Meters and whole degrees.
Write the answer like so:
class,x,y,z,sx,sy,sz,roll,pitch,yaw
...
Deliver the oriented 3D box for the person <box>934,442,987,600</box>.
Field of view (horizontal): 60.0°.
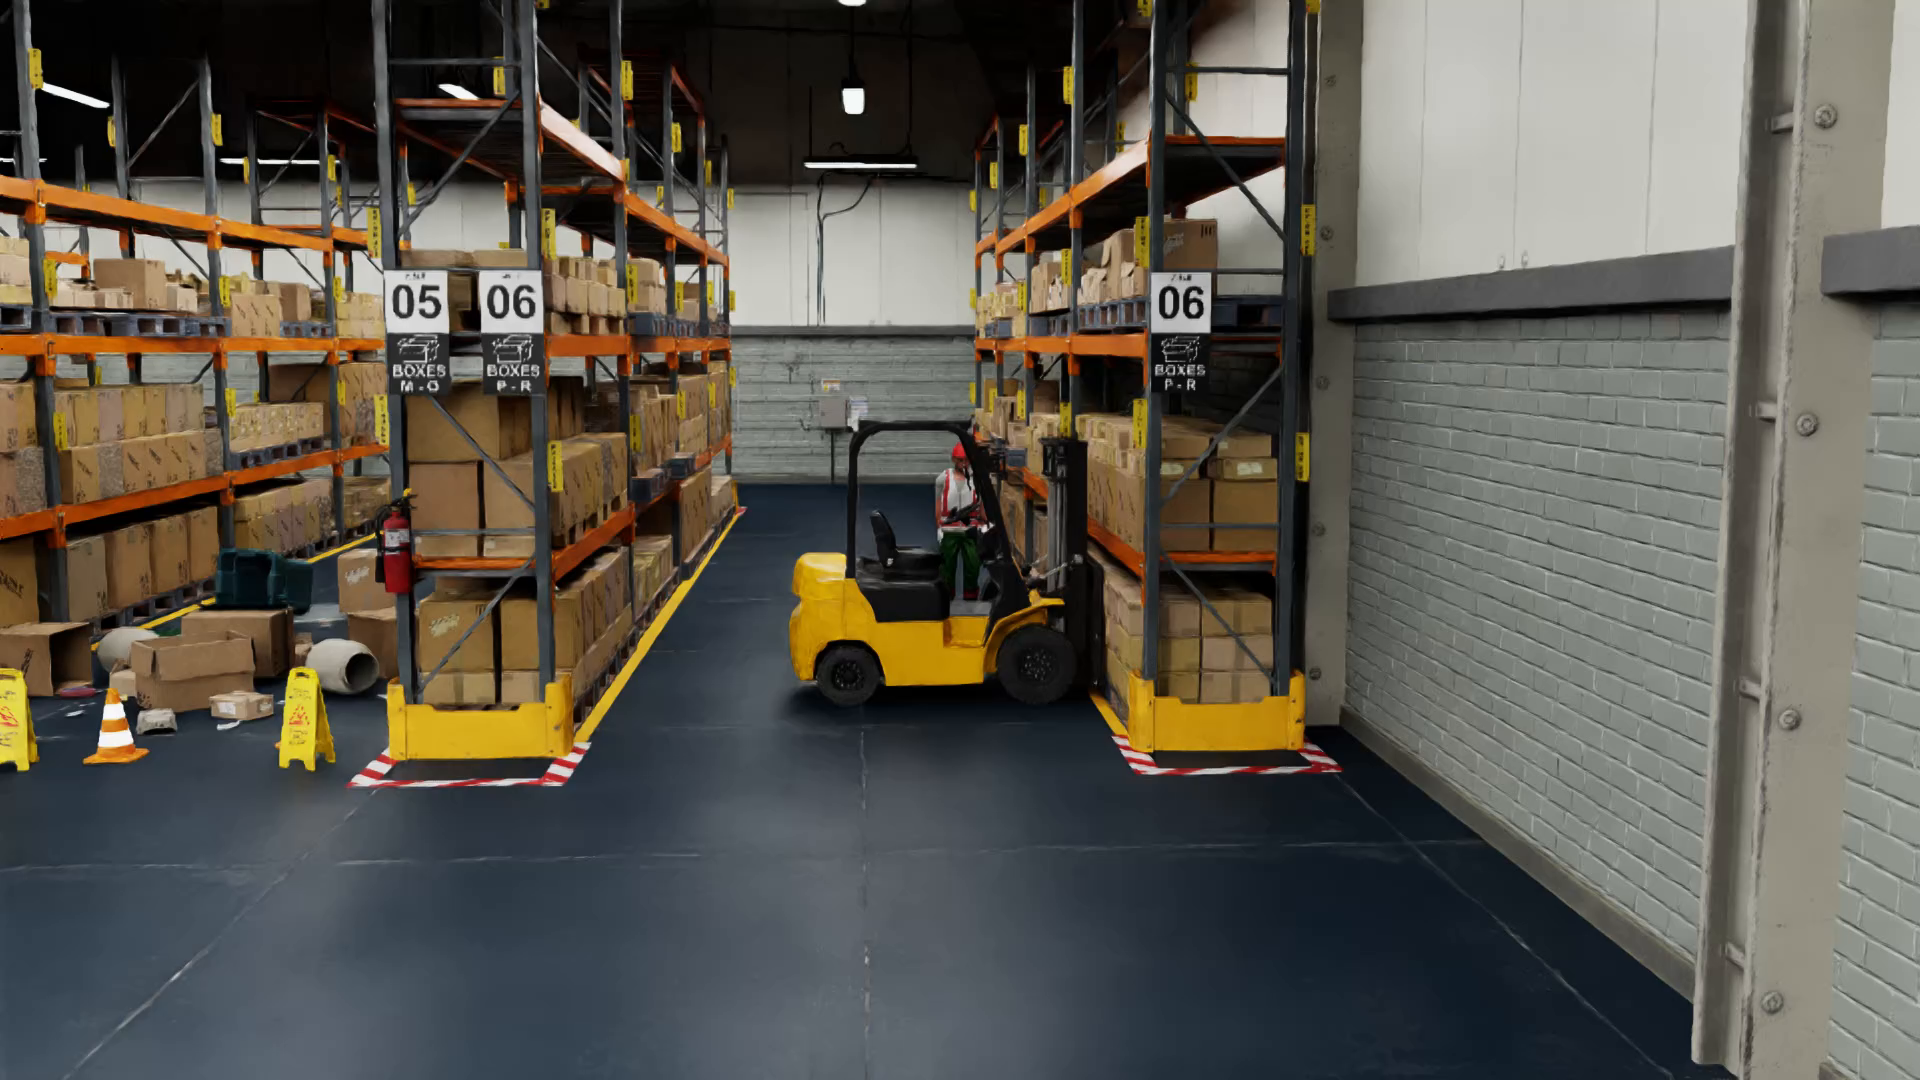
class,x,y,z,sx,sy,sz,roll,pitch,yaw
person,0.015,-0.071,16.269,0.527,1.779,0.347,0,7,-3
